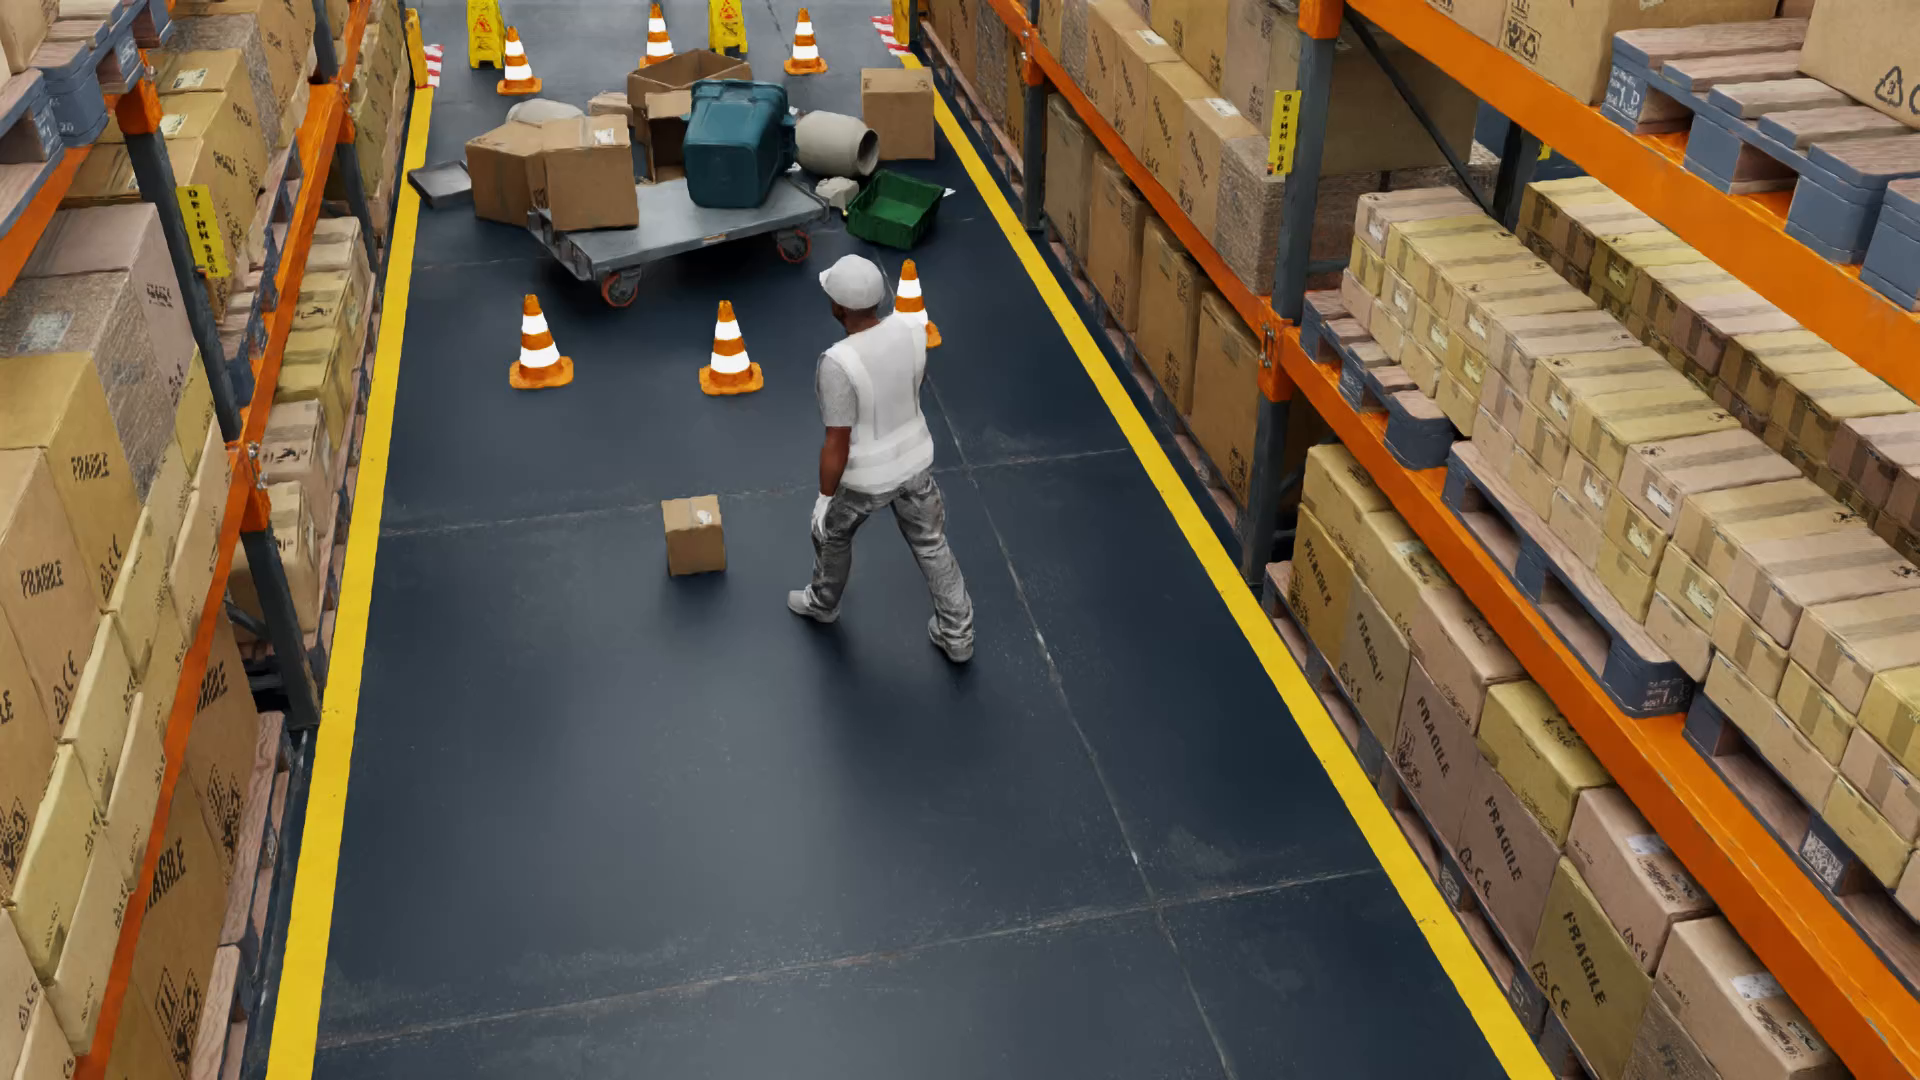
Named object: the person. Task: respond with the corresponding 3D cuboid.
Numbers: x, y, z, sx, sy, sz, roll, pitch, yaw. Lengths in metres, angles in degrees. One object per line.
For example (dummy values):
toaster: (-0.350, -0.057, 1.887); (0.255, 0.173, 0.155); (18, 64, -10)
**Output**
person: (-0.398, -0.311, 6.602); (0.910, 1.762, 0.714); (29, 43, 36)
